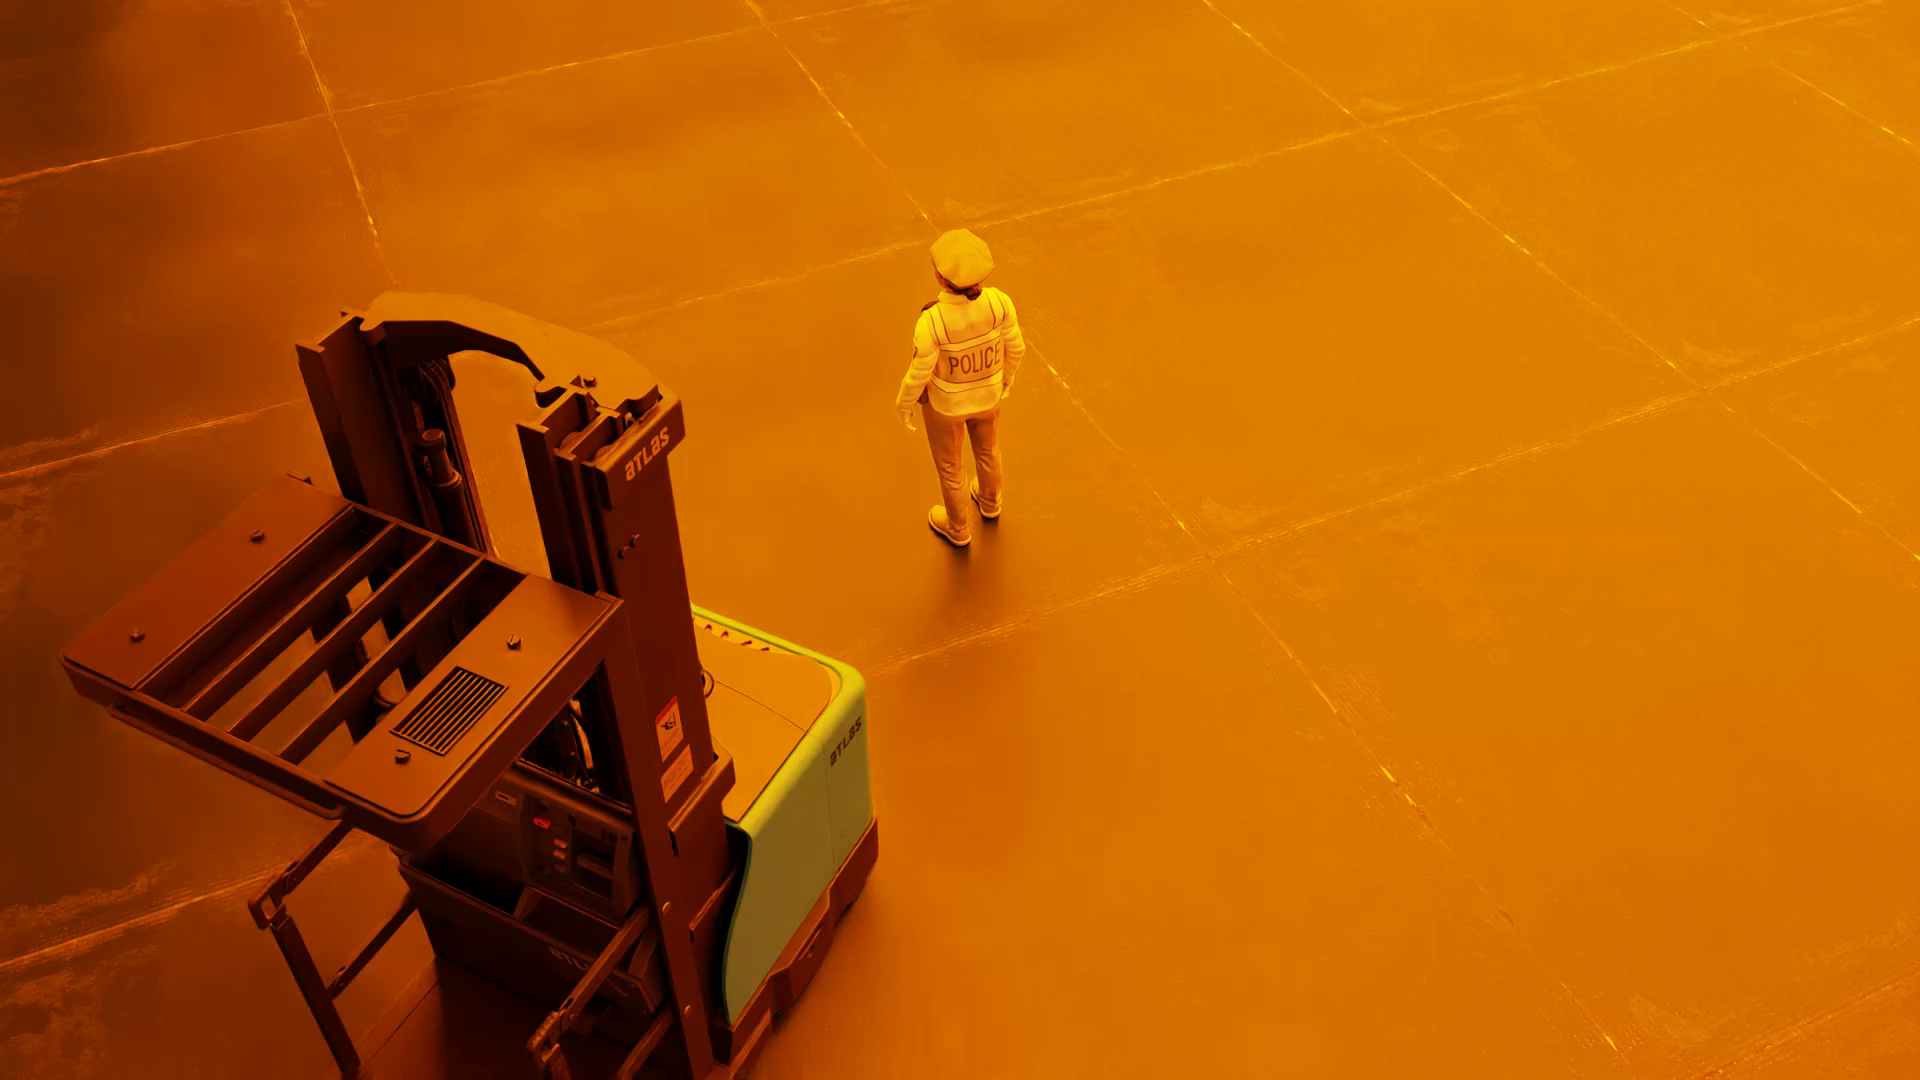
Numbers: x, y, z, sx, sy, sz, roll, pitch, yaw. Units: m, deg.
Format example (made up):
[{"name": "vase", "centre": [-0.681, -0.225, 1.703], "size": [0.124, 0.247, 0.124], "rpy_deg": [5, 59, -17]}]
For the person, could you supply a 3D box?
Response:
[{"name": "person", "centre": [-0.022, -0.669, 7.293], "size": [0.586, 1.694, 0.532], "rpy_deg": [-18, 46, -18]}]

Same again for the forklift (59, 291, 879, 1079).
[{"name": "forklift", "centre": [-1.435, 0.913, 4.701], "size": [1.130, 2.935, 3.031], "rpy_deg": [19, 46, 19]}]
